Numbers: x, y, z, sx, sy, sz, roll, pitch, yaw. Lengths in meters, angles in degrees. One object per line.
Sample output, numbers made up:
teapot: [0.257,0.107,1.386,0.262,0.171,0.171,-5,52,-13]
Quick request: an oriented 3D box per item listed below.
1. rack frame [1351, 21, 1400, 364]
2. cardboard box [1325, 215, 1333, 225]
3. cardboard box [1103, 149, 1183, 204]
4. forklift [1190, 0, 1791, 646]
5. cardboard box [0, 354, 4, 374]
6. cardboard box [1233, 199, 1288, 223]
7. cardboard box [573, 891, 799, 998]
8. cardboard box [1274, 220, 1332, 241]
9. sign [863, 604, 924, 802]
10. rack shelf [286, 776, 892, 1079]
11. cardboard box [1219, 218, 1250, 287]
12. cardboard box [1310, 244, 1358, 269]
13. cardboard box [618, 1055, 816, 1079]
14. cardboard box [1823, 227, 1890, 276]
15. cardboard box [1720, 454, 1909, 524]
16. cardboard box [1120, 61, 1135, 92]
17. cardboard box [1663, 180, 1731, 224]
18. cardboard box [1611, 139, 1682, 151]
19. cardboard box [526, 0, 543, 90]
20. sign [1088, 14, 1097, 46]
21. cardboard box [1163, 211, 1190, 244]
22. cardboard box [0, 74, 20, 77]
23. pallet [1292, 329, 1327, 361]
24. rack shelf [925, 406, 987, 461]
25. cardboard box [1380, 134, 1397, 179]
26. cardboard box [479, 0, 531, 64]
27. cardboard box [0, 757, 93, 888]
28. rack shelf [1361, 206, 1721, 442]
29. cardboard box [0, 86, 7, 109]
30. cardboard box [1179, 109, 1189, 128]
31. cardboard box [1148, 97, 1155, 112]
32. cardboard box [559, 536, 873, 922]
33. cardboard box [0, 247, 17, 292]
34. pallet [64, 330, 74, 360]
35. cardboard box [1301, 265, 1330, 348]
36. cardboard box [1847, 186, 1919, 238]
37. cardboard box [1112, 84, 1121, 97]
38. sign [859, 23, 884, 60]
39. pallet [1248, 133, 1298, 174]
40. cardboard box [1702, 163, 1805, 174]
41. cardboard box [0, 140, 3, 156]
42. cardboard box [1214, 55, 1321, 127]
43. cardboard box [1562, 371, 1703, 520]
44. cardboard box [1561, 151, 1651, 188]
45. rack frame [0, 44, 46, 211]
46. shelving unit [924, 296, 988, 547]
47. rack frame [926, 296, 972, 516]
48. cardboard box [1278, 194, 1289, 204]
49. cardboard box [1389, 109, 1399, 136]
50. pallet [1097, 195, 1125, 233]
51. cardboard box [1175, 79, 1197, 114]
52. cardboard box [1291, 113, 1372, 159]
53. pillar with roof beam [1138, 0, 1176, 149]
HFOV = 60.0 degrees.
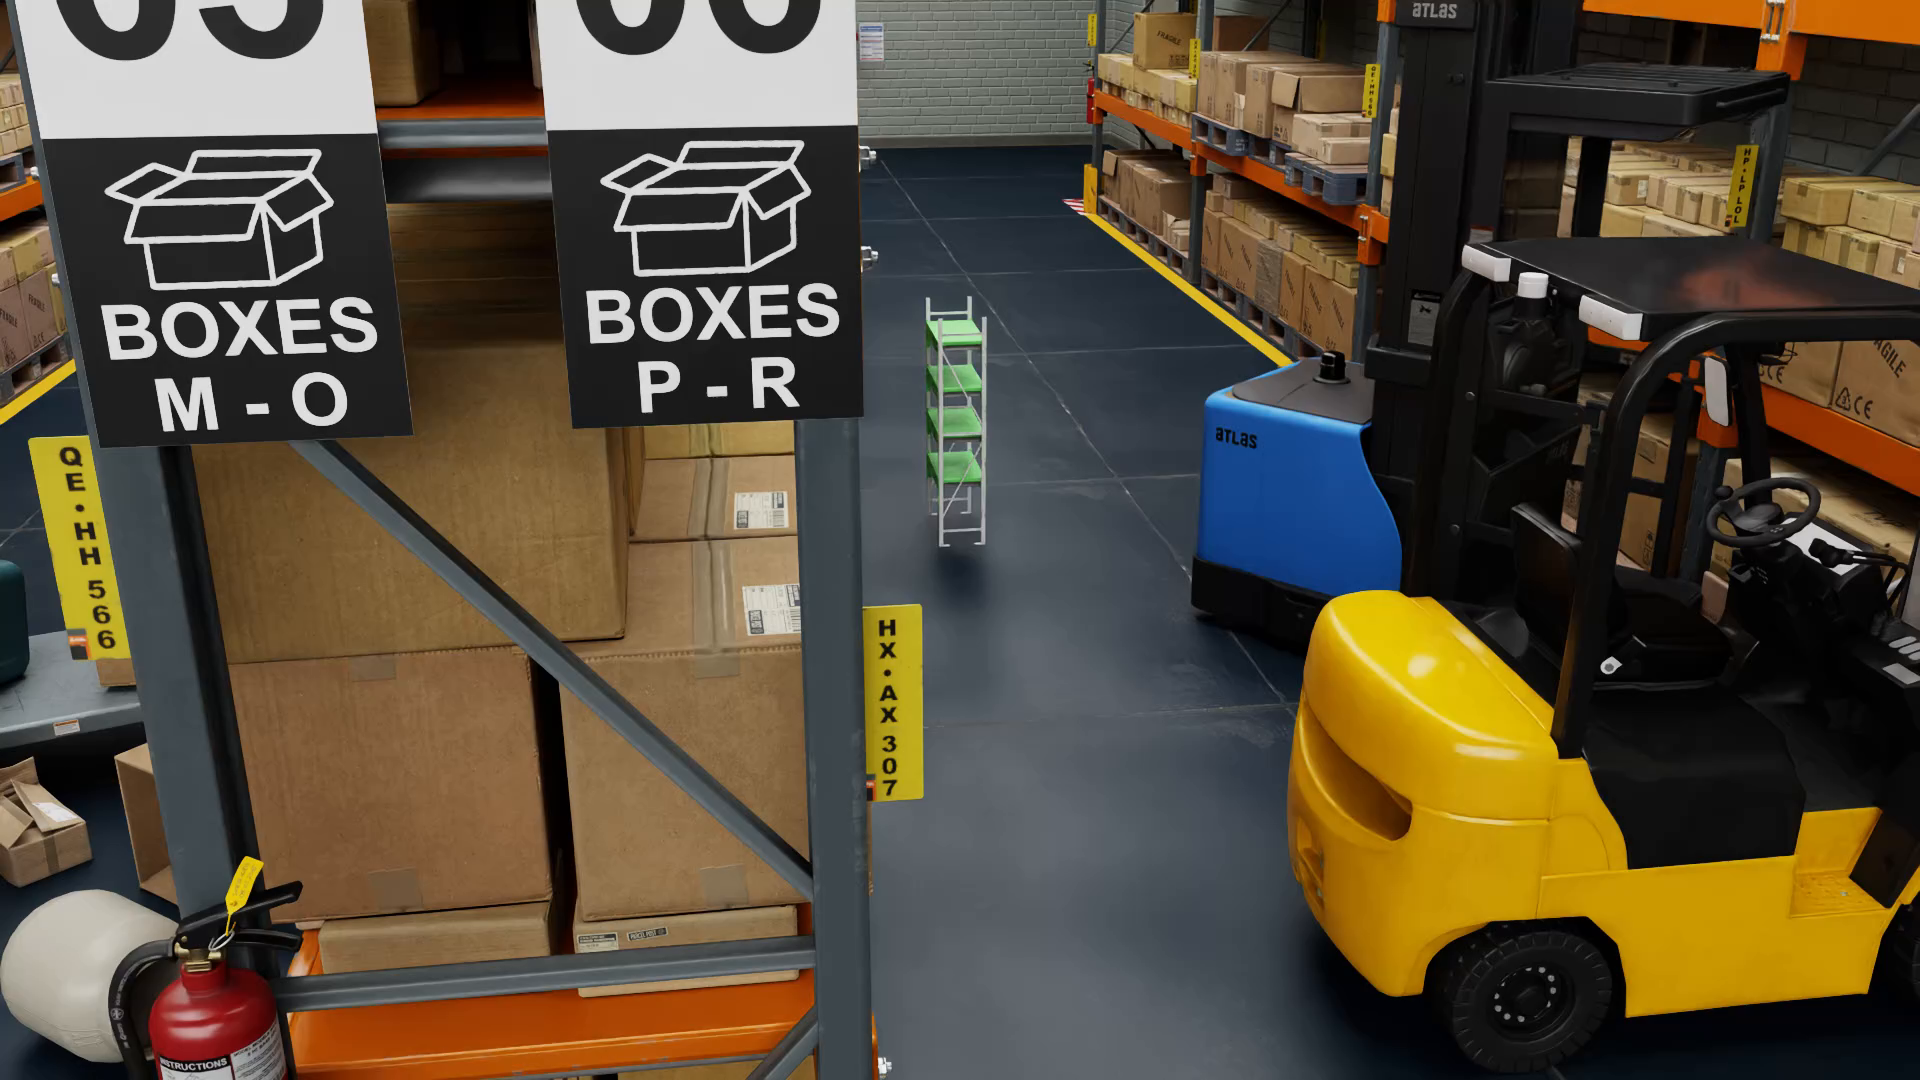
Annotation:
rack frame: [3.115,-2.338,10.689,1.000,3.000,0.127,-3,21,-8]
cardboard box: [3.105,-2.494,13.151,0.380,0.149,0.250,-3,21,-7]
cardboard box: [1.956,-3.918,17.888,0.797,0.503,0.637,-4,21,-10]
forklift: [2.518,-0.802,6.674,3.031,2.935,1.130,17,26,38]
cardboard box: [-6.606,-1.259,10.772,0.500,0.500,0.500,-3,21,-7]
cardboard box: [2.491,-2.735,13.796,0.380,0.149,0.250,-4,21,-11]
cardboard box: [-0.487,0.673,2.986,0.380,0.149,0.250,-3,21,-8]
cardboard box: [2.645,-2.374,12.830,0.380,0.149,0.250,-3,21,-8]
sign: [-0.106,0.251,2.521,0.100,0.325,0.005,-3,21,-8]
rack shelf: [-0.932,0.328,4.579,1.077,0.370,4.000,-3,21,-8]
cardboard box: [2.472,-2.386,13.789,0.500,0.500,0.500,-3,21,-8]
cardboard box: [2.729,-2.012,11.862,0.380,0.149,0.250,-4,21,-10]
cardboard box: [-0.490,1.122,3.682,0.500,0.500,0.500,-4,21,-10]
cardboard box: [3.516,-1.090,6.279,0.380,0.149,0.250,-2,21,-6]
cardboard box: [3.451,-0.147,6.722,0.500,0.250,0.500,-3,21,-9]
cardboard box: [1.910,-4.656,16.685,0.500,0.250,0.500,-3,21,-9]
cardboard box: [3.367,-1.499,7.373,0.380,0.149,0.250,-3,21,-9]
cardboard box: [3.602,-2.056,8.863,0.380,0.149,0.250,-2,21,-6]
cardboard box: [-0.496,-0.822,2.701,0.380,0.149,0.250,-4,21,-9]
sign: [1.425,-5.486,17.880,0.100,0.325,0.005,-3,21,-8]
cardboard box: [2.116,-2.940,15.609,0.396,0.266,0.258,-2,21,-6]
cardboard box: [-7.006,-3.415,12.481,0.380,0.149,0.250,-2,21,-5]
pallet: [3.045,-1.292,11.874,1.003,0.211,1.213,-3,21,-8]
rack shelf: [-0.024,-0.560,8.682,0.258,0.148,0.480,-3,21,-8]
cardboard box: [2.912,-2.335,10.180,0.500,0.250,0.500,-3,21,-8]
cardboard box: [-1.015,-0.983,3.132,0.380,0.149,0.250,-3,21,-7]
cardboard box: [-3.226,0.970,5.740,0.396,0.266,0.258,17,27,39]
rack shelf: [3.403,-1.308,8.960,1.077,0.370,4.000,-3,21,-8]
cardboard box: [-6.861,-3.056,11.521,0.380,0.149,0.250,-4,21,-10]
cardboard box: [2.183,-3.792,14.941,0.380,0.149,0.250,-2,21,-6]
cardboard box: [2.038,-4.238,16.135,0.380,0.149,0.250,-3,21,-8]
cardboard box: [-0.437,0.319,3.006,0.500,0.500,0.500,-3,21,-9]
cardboard box: [-6.672,-1.777,11.088,0.500,0.250,0.500,-3,21,-7]
pallet: [-7.143,-1.611,12.727,1.003,0.211,1.213,-3,21,-8]
cardboard box: [2.779,-1.673,11.881,0.500,0.500,0.500,-3,21,-9]
cardboard box: [3.588,-1.233,6.234,0.380,0.149,0.250,-3,21,-7]
cardboard box: [1.820,-4.777,17.577,0.380,0.149,0.250,-2,21,-6]
sign: [-1.227,-6.915,23.079,0.329,0.494,0.001,-3,21,-8]
pallet: [2.830,-2.921,12.524,1.003,0.211,1.213,-3,21,-8]
cardboard box: [3.774,-1.706,7.926,0.380,0.149,0.250,-3,21,-8]
cardboard box: [-6.813,-2.687,11.383,0.380,0.149,0.250,-2,21,-5]
cardboard box: [2.461,-3.608,13.347,0.700,0.500,0.500,-3,21,-7]
cardboard box: [3.501,-0.486,8.525,0.875,0.625,0.625,-3,21,-8]
cardboard box: [3.209,-1.852,8.317,0.380,0.149,0.250,-3,21,-7]
rack frame: [-7.257,-3.187,12.961,1.000,3.000,0.127,-3,21,-8]
shelving unit: [-0.024,-0.619,8.660,0.258,1.200,0.503,-3,21,-8]
rack frame: [-0.059,-0.704,8.886,0.240,1.200,0.015,-3,21,-8]
cardboard box: [2.920,-2.849,14.101,0.380,0.149,0.250,-3,21,-8]
cardboard box: [2.869,-2.563,10.222,0.380,0.149,0.250,-2,21,-6]
pallet: [2.088,-3.499,17.783,1.003,0.211,1.213,-3,21,-8]
cardboard box: [2.223,-3.956,14.810,0.500,0.250,0.500,-2,21,-6]
cardboard box: [2.642,-2.813,11.576,0.500,0.250,0.500,-4,21,-10]
pillar with roof beam: [-1.795,-8.680,19.095,9.100,9.000,0.400,-3,21,-8]
